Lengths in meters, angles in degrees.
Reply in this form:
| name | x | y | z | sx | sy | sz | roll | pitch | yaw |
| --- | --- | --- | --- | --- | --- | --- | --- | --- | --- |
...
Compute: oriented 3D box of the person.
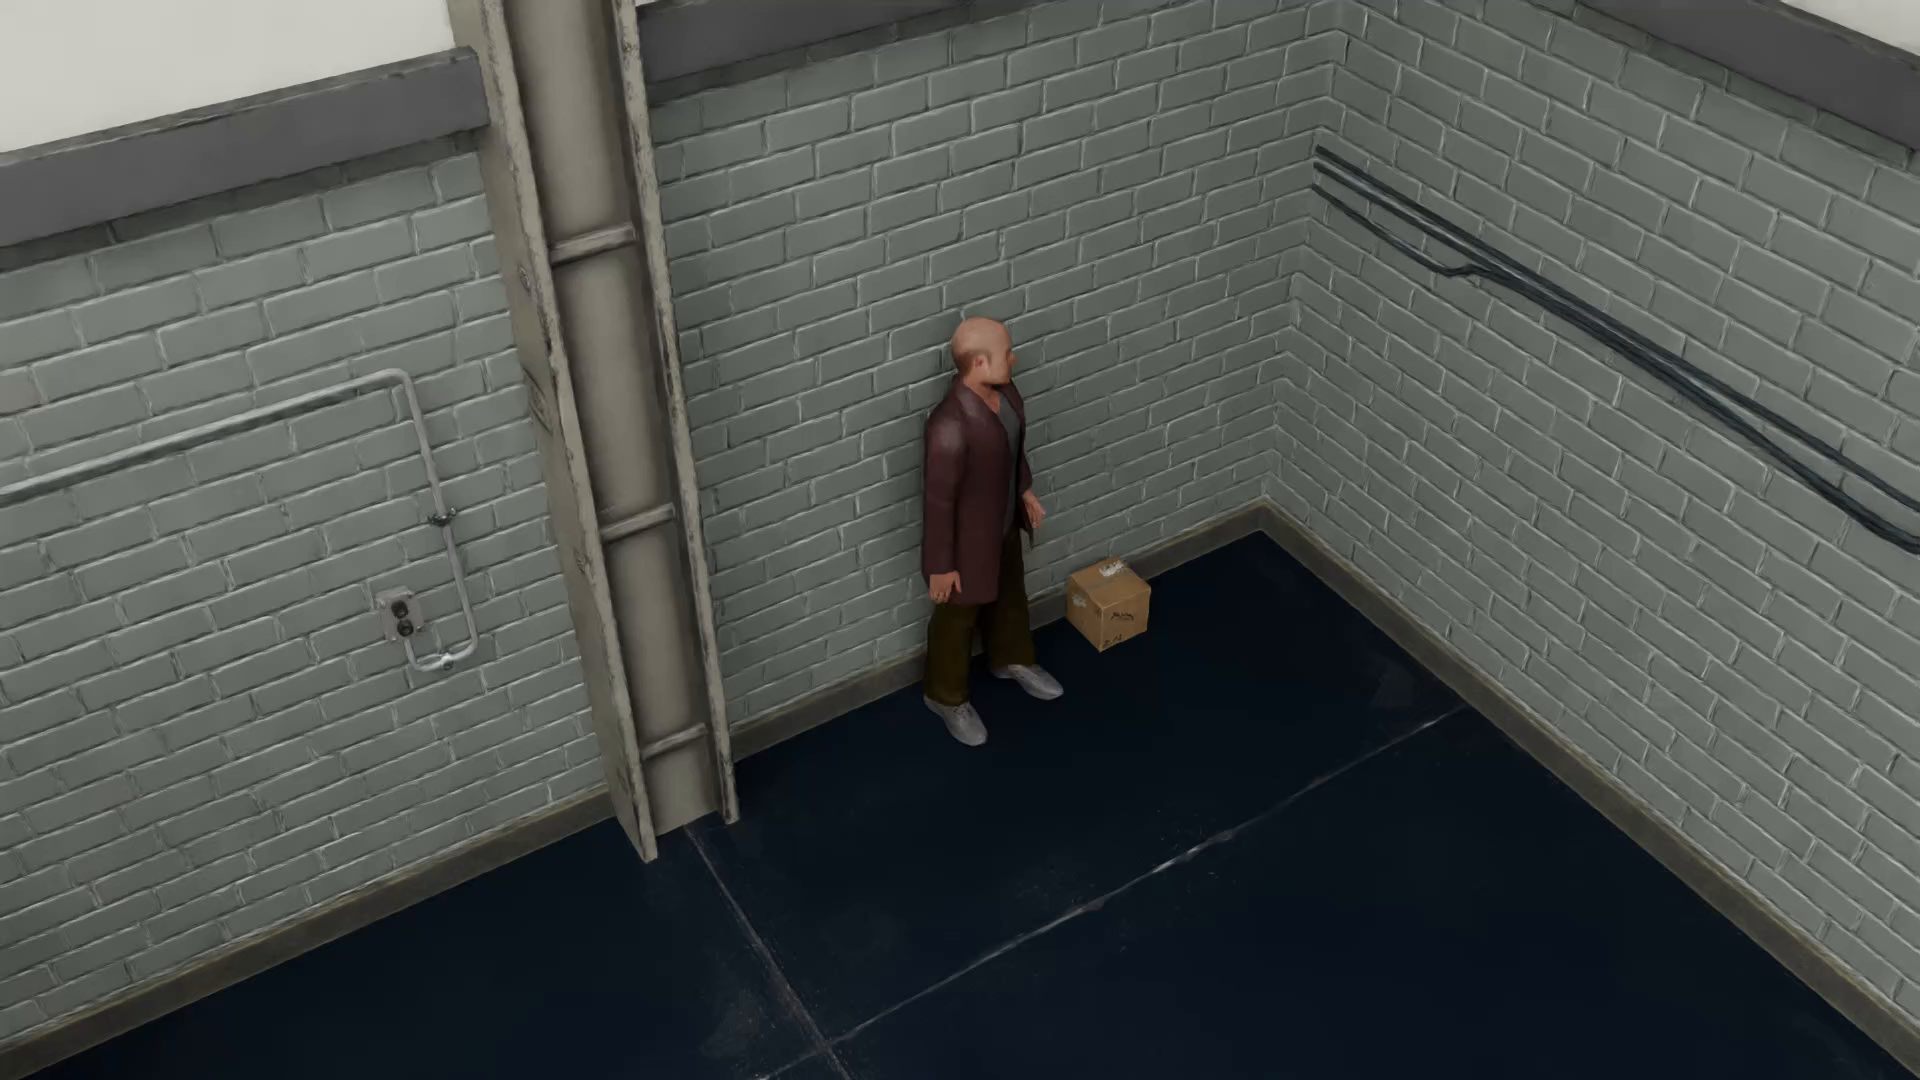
| name | x | y | z | sx | sy | sz | roll | pitch | yaw |
| --- | --- | --- | --- | --- | --- | --- | --- | --- | --- |
| person | 0.130 | -0.019 | 6.150 | 0.535 | 1.787 | 0.634 | 16 | 43 | 18 |
